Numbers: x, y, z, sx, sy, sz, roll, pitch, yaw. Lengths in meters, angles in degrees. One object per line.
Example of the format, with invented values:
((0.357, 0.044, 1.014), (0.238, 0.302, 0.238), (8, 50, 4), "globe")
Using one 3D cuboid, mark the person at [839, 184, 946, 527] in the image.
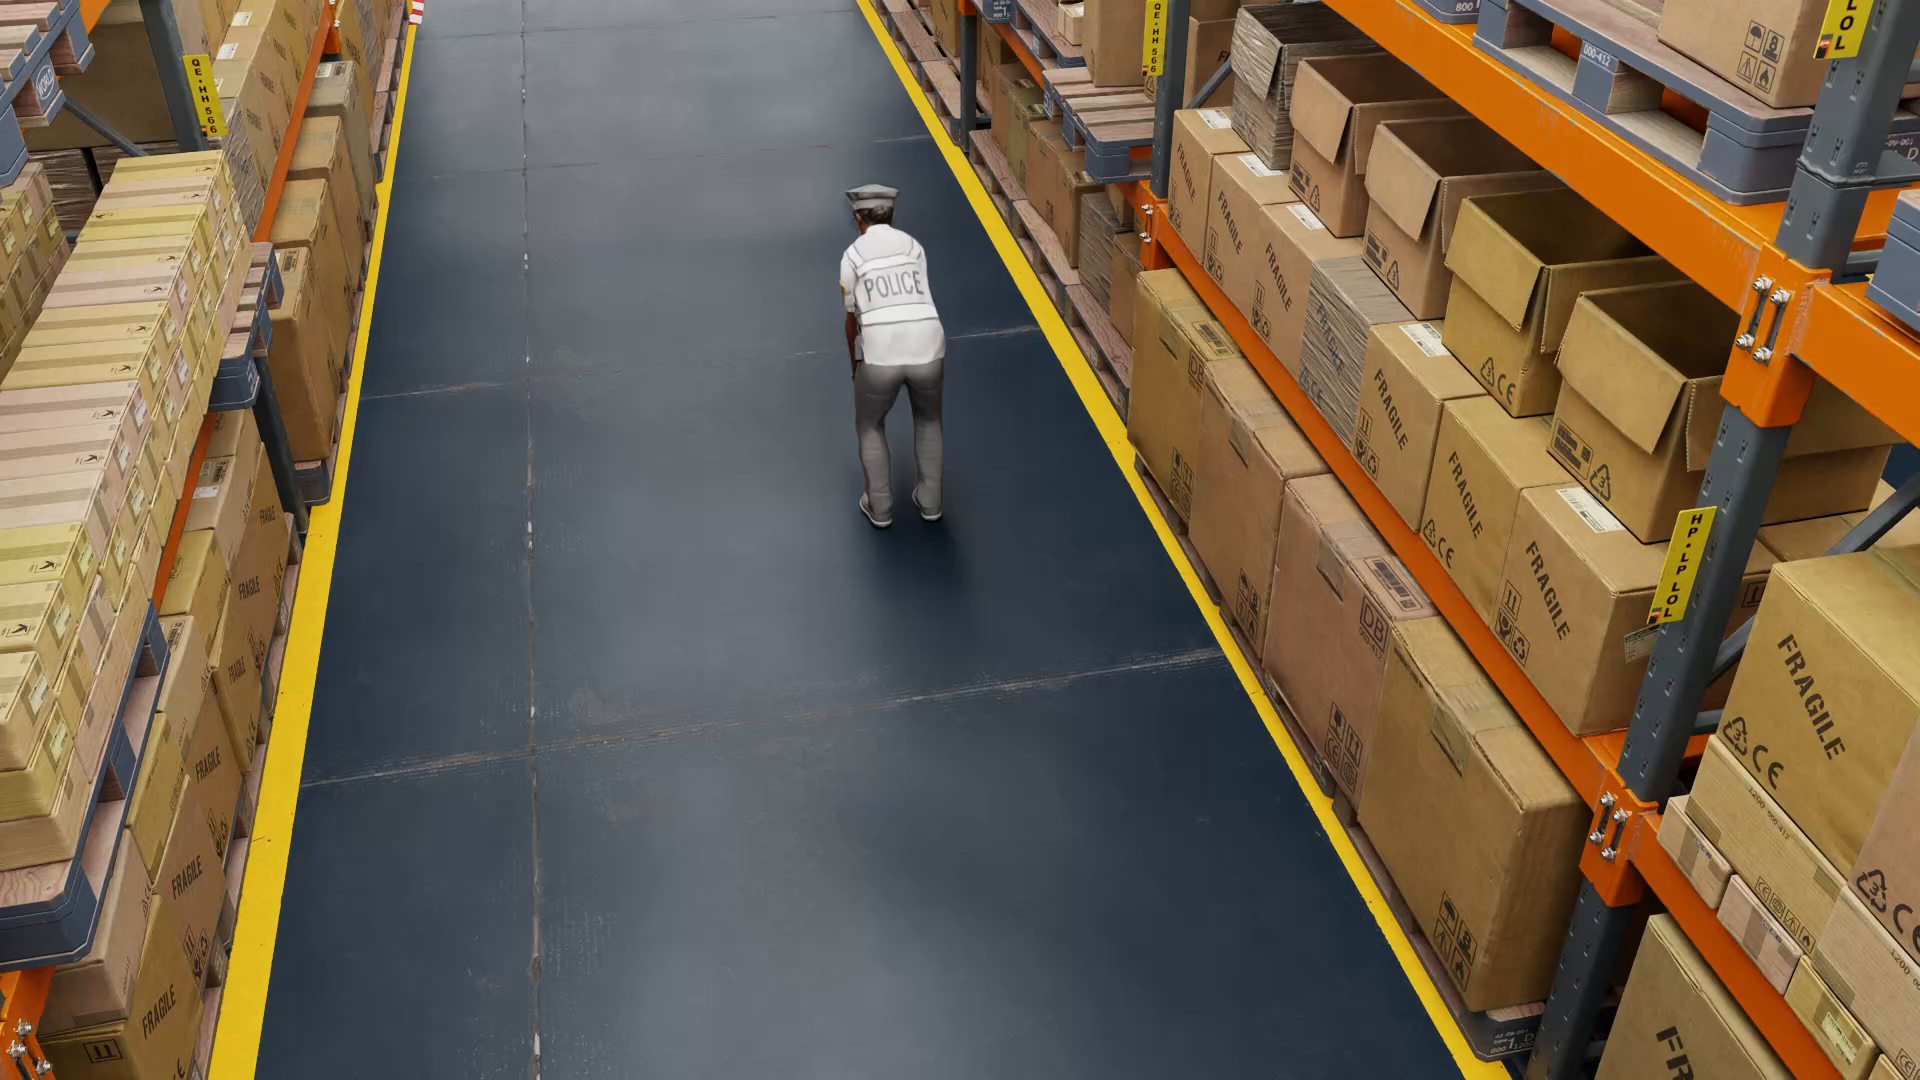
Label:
((-0.317, -0.832, 7.533), (0.412, 1.466, 0.779), (-8, 35, -11), "person")
